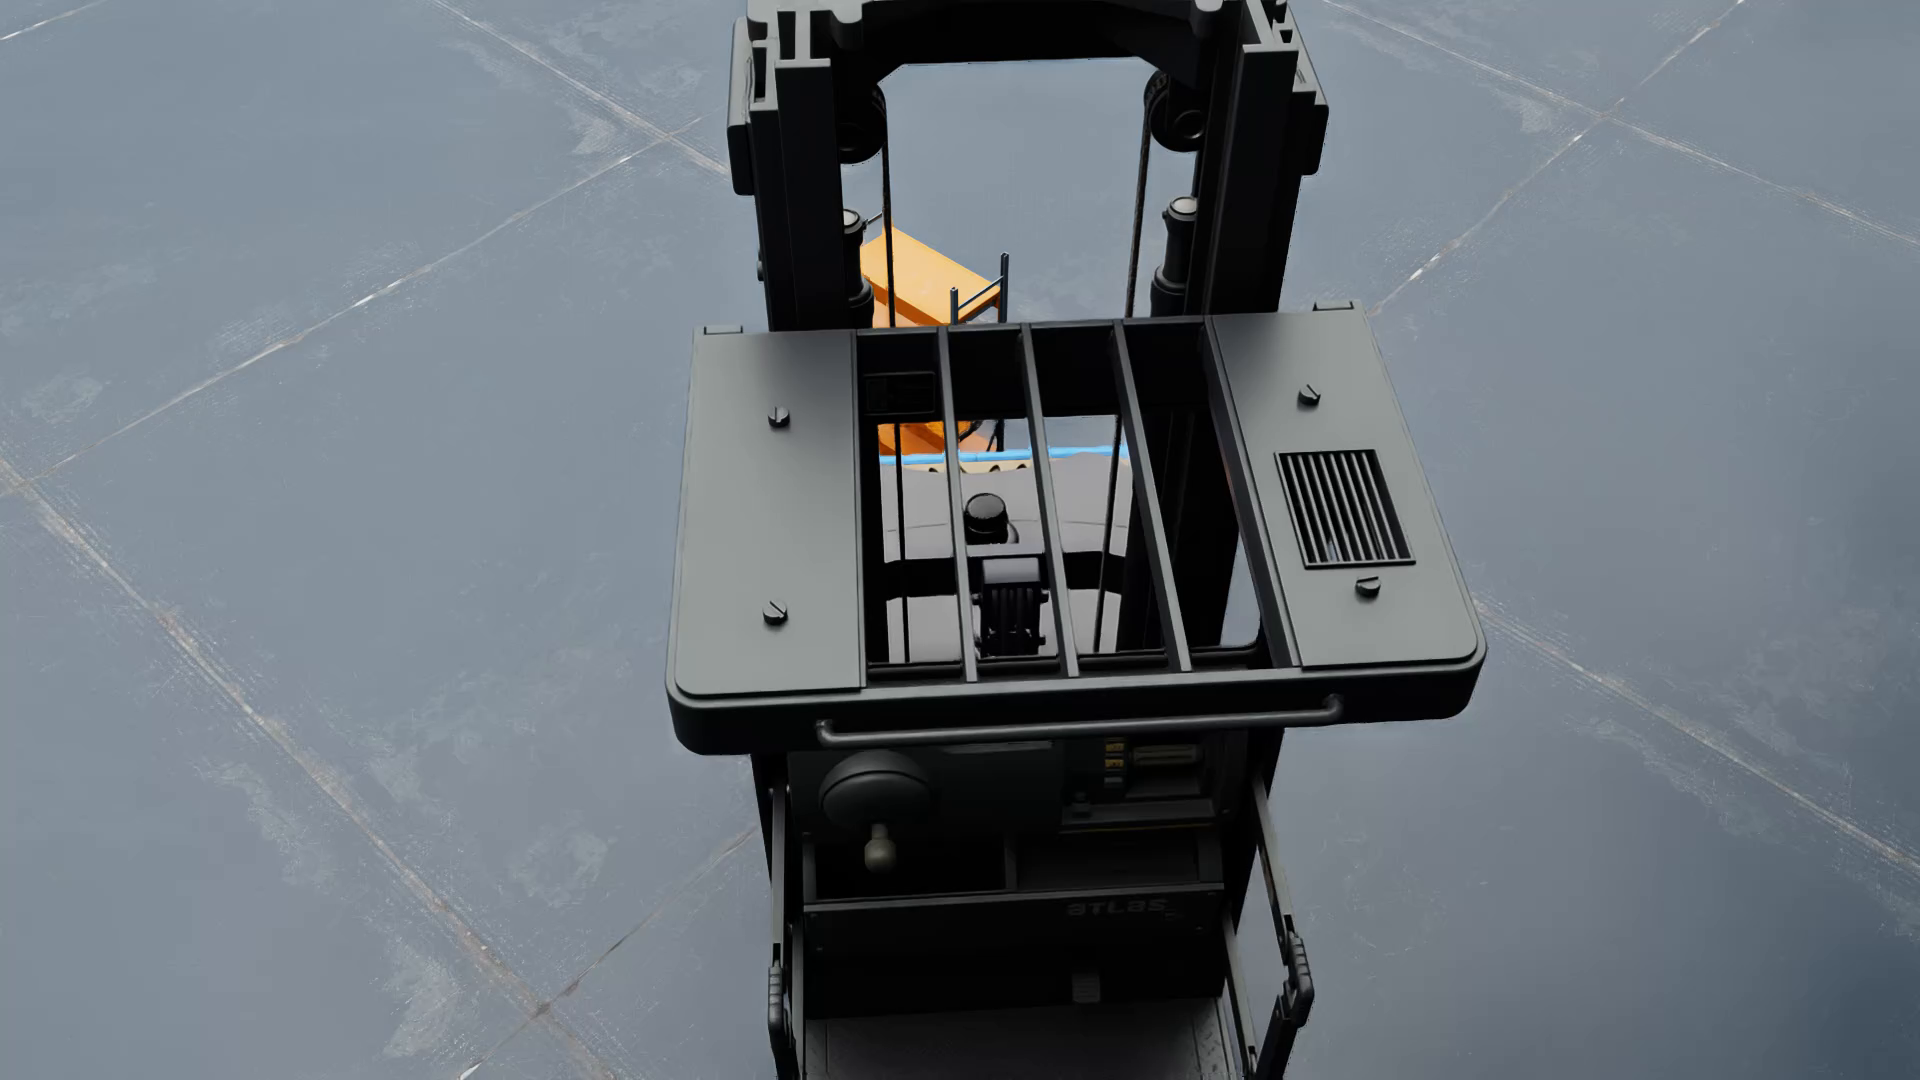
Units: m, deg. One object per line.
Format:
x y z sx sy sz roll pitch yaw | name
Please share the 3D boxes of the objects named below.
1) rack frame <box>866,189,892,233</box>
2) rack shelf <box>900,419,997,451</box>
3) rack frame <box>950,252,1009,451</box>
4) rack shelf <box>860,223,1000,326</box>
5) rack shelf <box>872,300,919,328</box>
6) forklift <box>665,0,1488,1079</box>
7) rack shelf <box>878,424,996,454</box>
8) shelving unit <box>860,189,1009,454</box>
-0.301 -0.613 5.503 0.015 1.200 0.240 34 55 28 | rack frame
-0.122 -0.446 5.438 0.480 0.148 0.258 34 55 28 | rack shelf
0.058 -0.372 5.276 0.015 1.200 0.240 34 55 28 | rack frame
-0.122 -0.762 5.103 0.480 0.148 0.258 34 55 28 | rack shelf
-0.122 -0.600 5.275 0.480 0.148 0.258 34 55 28 | rack shelf
0.133 0.559 3.215 1.130 2.935 3.031 -3 47 -2 | forklift
-0.122 -0.311 5.583 0.480 0.148 0.258 34 55 28 | rack shelf
-0.122 -0.493 5.389 0.503 1.200 0.258 34 55 28 | shelving unit
